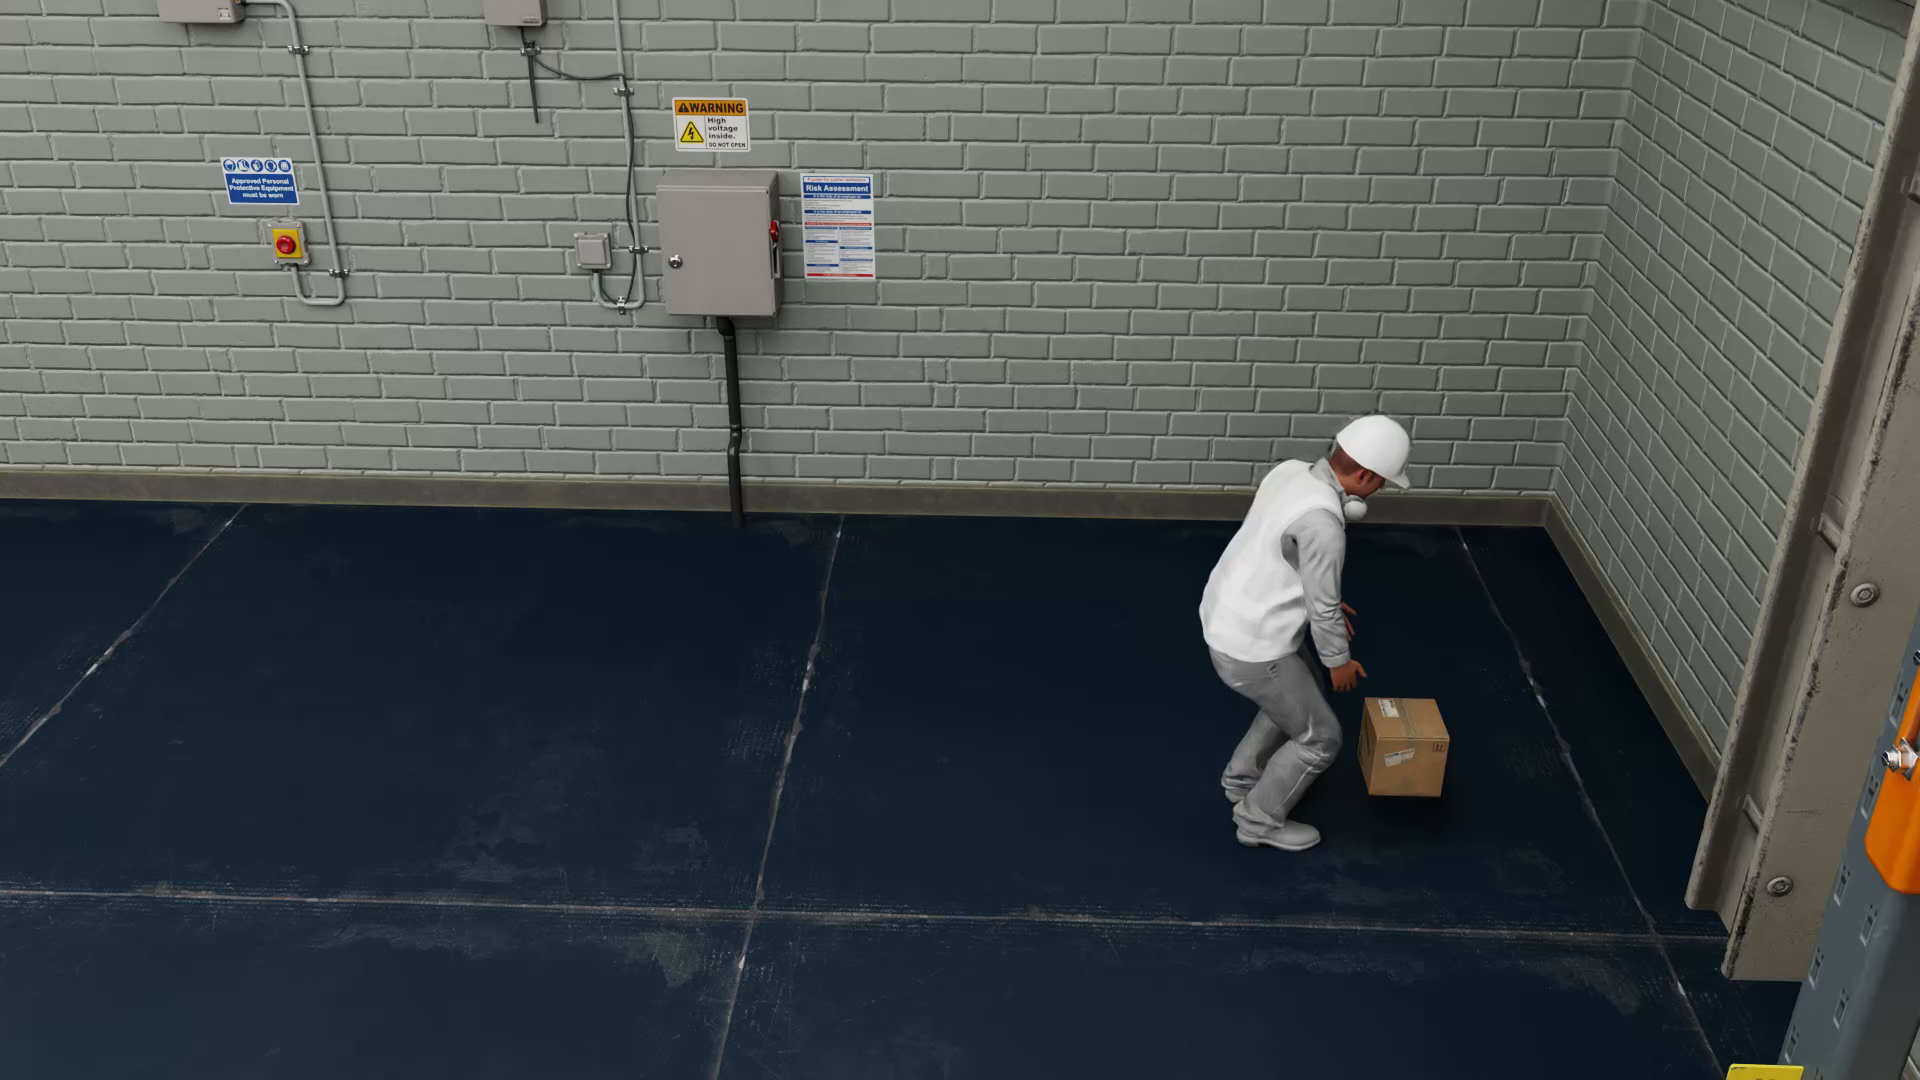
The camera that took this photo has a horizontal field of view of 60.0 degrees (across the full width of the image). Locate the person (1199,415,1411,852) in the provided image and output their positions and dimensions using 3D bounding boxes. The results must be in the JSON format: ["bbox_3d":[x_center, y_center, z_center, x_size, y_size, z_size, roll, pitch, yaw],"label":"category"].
[{"bbox_3d":[1.152,0.301,5.735,0.649,1.584,0.586,1,28,2],"label":"person"}]
